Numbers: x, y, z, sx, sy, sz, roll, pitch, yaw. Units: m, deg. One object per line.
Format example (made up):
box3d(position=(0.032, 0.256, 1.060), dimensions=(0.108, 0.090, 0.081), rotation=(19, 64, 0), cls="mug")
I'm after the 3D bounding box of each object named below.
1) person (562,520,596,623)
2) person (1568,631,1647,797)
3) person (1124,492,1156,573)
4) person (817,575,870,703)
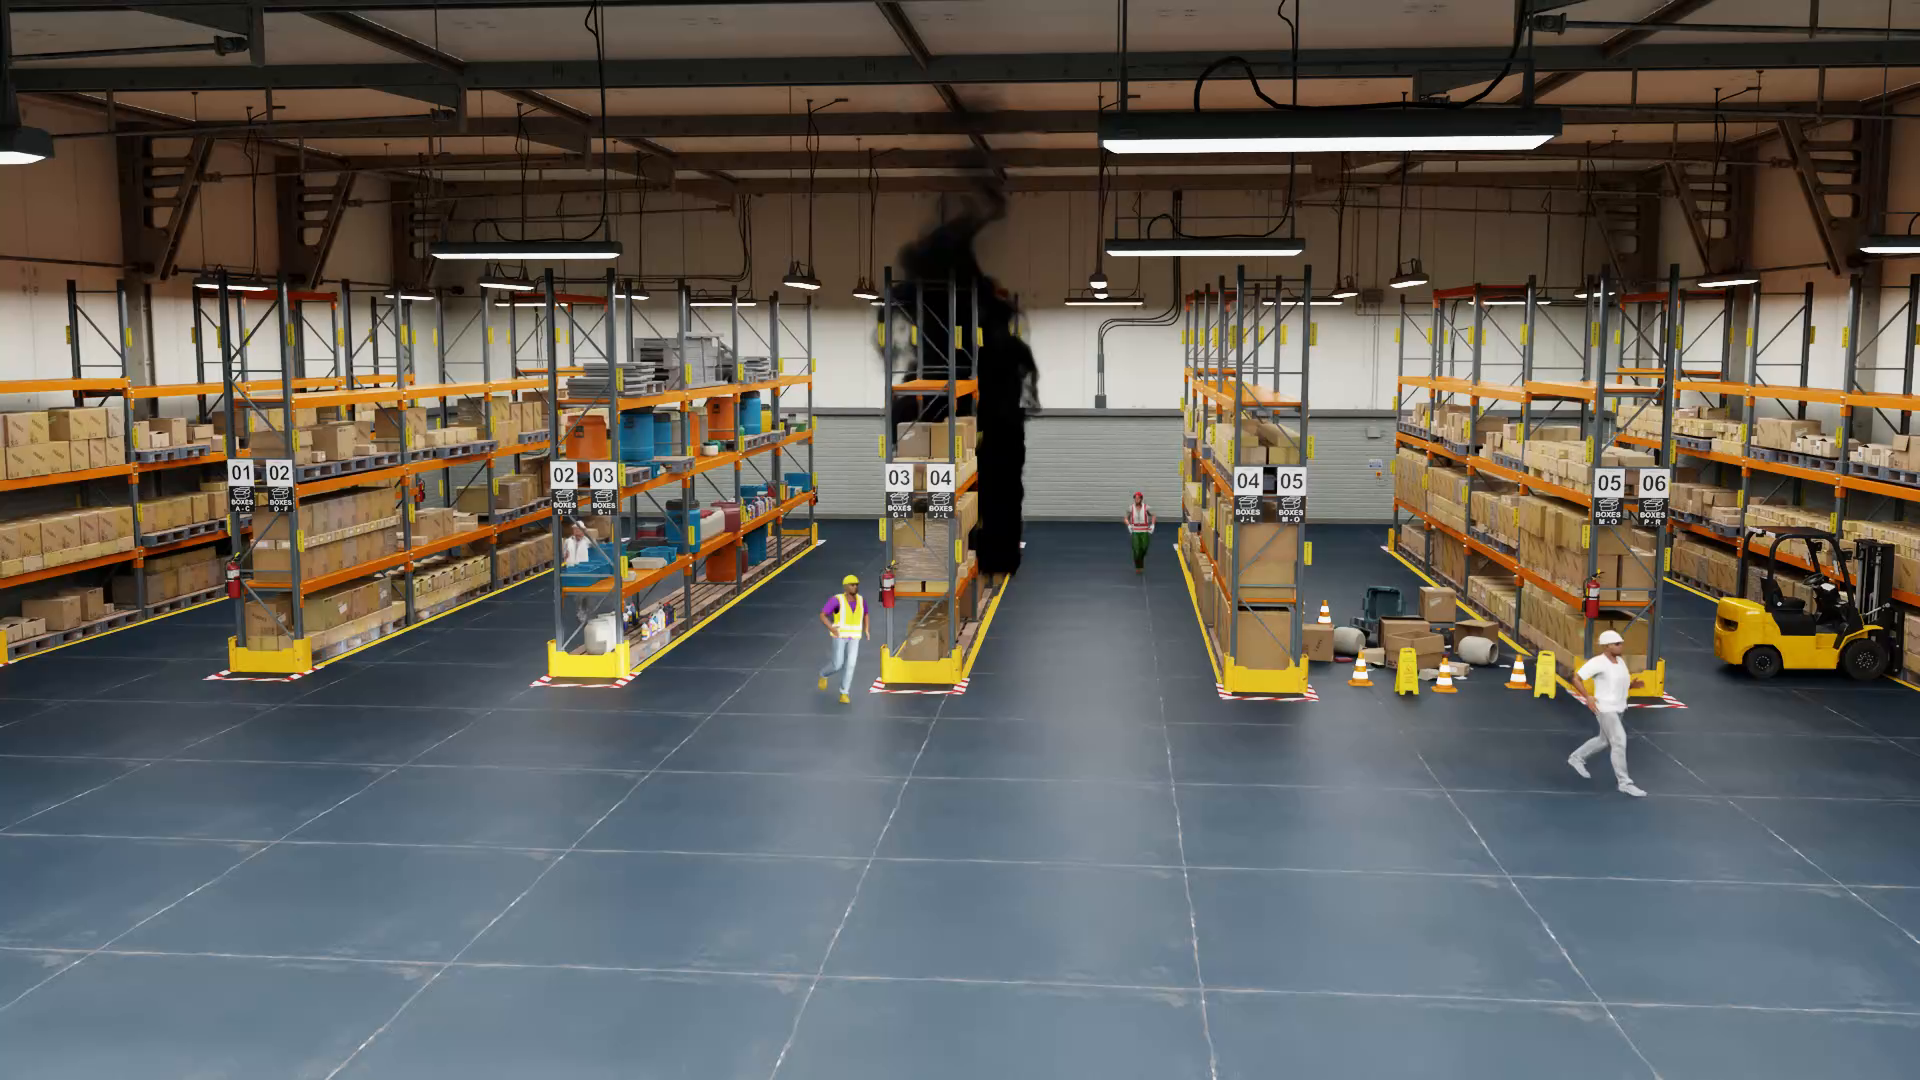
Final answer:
box3d(position=(-6.741, 0.560, 29.429), dimensions=(0.637, 1.814, 0.711), rotation=(1, 7, 7), cls="person")
box3d(position=(7.175, 1.874, 18.369), dimensions=(0.698, 1.758, 0.983), rotation=(-6, 9, -43), cls="person")
box3d(position=(3.813, -0.154, 35.359), dimensions=(0.664, 1.742, 0.518), rotation=(1, 7, 7), cls="person")
box3d(position=(-1.557, 1.348, 23.110), dimensions=(0.764, 1.719, 0.867), rotation=(-3, 8, -26), cls="person")
